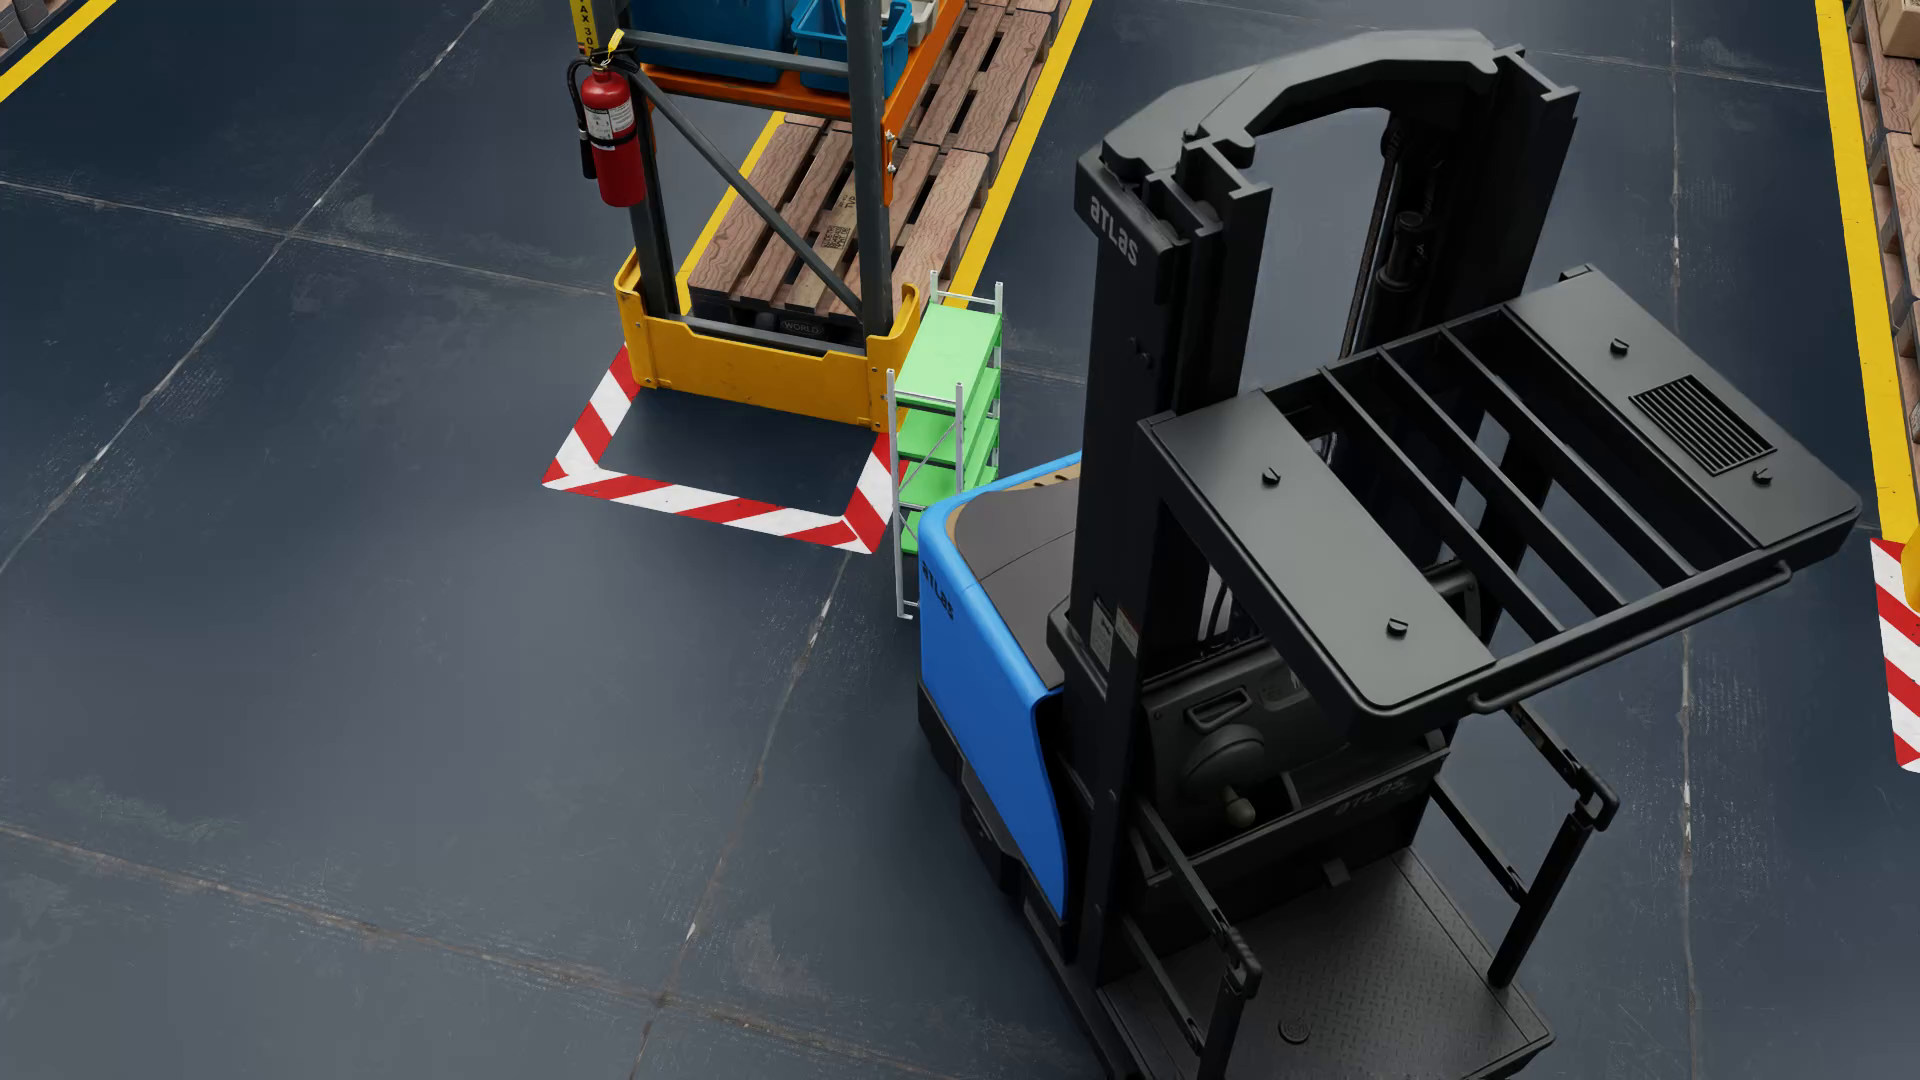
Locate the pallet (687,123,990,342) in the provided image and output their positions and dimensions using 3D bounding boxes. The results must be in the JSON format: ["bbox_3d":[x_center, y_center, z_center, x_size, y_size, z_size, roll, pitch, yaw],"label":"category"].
[{"bbox_3d":[-0.503,-1.330,7.283,1.003,0.211,1.213,12,50,10],"label":"pallet"}]

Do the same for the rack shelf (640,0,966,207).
[{"bbox_3d":[-0.232,-2.872,7.264,1.077,0.370,4.000,12,50,10],"label":"rack shelf"}]

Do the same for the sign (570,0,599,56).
[{"bbox_3d":[-1.293,-1.815,5.742,0.100,0.325,0.005,12,50,10],"label":"sign"}]

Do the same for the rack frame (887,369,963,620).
[{"bbox_3d":[-0.108,-0.101,5.539,0.240,1.200,0.015,12,50,10],"label":"rack frame"}]

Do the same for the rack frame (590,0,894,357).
[{"bbox_3d":[-0.758,-1.664,5.718,1.000,3.000,0.127,12,50,10],"label":"rack frame"}]

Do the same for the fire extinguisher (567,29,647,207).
[{"bbox_3d":[-1.236,-1.495,5.869,0.296,0.674,0.183,12,50,10],"label":"fire extinguisher"}]

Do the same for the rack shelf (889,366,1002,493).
[{"bbox_3d":[-0.044,-0.394,5.562,0.258,0.148,0.480,12,50,10],"label":"rack shelf"}]

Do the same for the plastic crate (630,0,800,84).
[{"bbox_3d":[-0.850,-1.974,5.928,0.616,0.435,0.499,12,50,10],"label":"plastic crate"}]

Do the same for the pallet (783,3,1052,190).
[{"bbox_3d":[-0.180,-2.210,8.059,1.003,0.211,1.213,12,50,10],"label":"pallet"}]

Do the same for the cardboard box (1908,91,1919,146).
[{"bbox_3d":[4.535,-1.896,7.519,0.380,0.166,0.250,12,50,10],"label":"cardboard box"}]

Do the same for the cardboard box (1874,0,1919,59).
[{"bbox_3d":[4.753,-2.572,8.019,0.500,0.311,0.500,12,50,10],"label":"cardboard box"}]

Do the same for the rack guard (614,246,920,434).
[{"bbox_3d":[-0.752,-0.817,6.637,1.175,0.500,0.348,12,50,10],"label":"rack guard"}]

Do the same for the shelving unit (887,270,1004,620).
[{"bbox_3d":[-0.044,-0.277,5.694,0.258,1.200,0.503,12,50,10],"label":"shelving unit"}]

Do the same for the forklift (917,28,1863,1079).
[{"bbox_3d":[0.953,0.487,3.866,1.130,2.935,3.031,-20,52,-17],"label":"forklift"}]

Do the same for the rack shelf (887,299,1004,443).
[{"bbox_3d":[-0.044,-0.553,5.383,0.258,0.148,0.480,12,50,10],"label":"rack shelf"}]

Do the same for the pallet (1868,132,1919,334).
[{"bbox_3d":[4.572,-1.272,7.232,1.003,0.211,1.213,12,50,10],"label":"pallet"}]

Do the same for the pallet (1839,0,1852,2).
[{"bbox_3d":[5.250,-3.250,8.978,1.003,0.211,1.213,12,50,10],"label":"pallet"}]

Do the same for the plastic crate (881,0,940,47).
[{"bbox_3d":[-0.211,-1.926,6.085,0.250,0.136,0.298,12,50,10],"label":"plastic crate"}]

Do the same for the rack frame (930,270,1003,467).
[{"bbox_3d":[0.021,-0.454,5.850,0.240,1.200,0.015,12,50,10],"label":"rack frame"}]

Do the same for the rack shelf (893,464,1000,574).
[{"bbox_3d":[-0.044,-0.076,5.922,0.258,0.148,0.480,12,50,10],"label":"rack shelf"}]

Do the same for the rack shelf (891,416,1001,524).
[{"bbox_3d":[-0.044,-0.235,5.742,0.258,0.148,0.480,12,50,10],"label":"rack shelf"}]

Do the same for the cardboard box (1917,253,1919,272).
[{"bbox_3d":[4.204,-1.042,6.710,0.500,0.250,0.500,12,50,10],"label":"cardboard box"}]

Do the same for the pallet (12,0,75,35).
[{"bbox_3d":[-5.078,-3.192,8.926,1.003,0.211,1.213,12,50,10],"label":"pallet"}]

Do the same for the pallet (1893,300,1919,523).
[{"bbox_3d":[4.249,-0.393,6.456,1.003,0.211,1.213,12,50,10],"label":"pallet"}]

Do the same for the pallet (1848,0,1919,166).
[{"bbox_3d":[4.891,-2.157,8.014,1.003,0.211,1.213,12,50,10],"label":"pallet"}]

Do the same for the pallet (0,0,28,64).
[{"bbox_3d":[-5.401,-2.312,8.150,1.003,0.211,1.213,12,50,10],"label":"pallet"}]

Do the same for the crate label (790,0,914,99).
[{"bbox_3d":[-0.375,-1.742,5.858,0.416,0.233,0.303,12,50,10],"label":"crate label"}]

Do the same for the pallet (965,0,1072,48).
[{"bbox_3d":[0.139,-3.095,8.841,1.003,0.211,1.213,12,50,10],"label":"pallet"}]

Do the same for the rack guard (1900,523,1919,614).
[{"bbox_3d":[4.040,0.089,5.838,1.175,0.500,0.348,12,50,10],"label":"rack guard"}]

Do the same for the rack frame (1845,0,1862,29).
[{"bbox_3d":[5.073,-3.577,7.406,1.000,3.000,0.127,12,50,10],"label":"rack frame"}]
